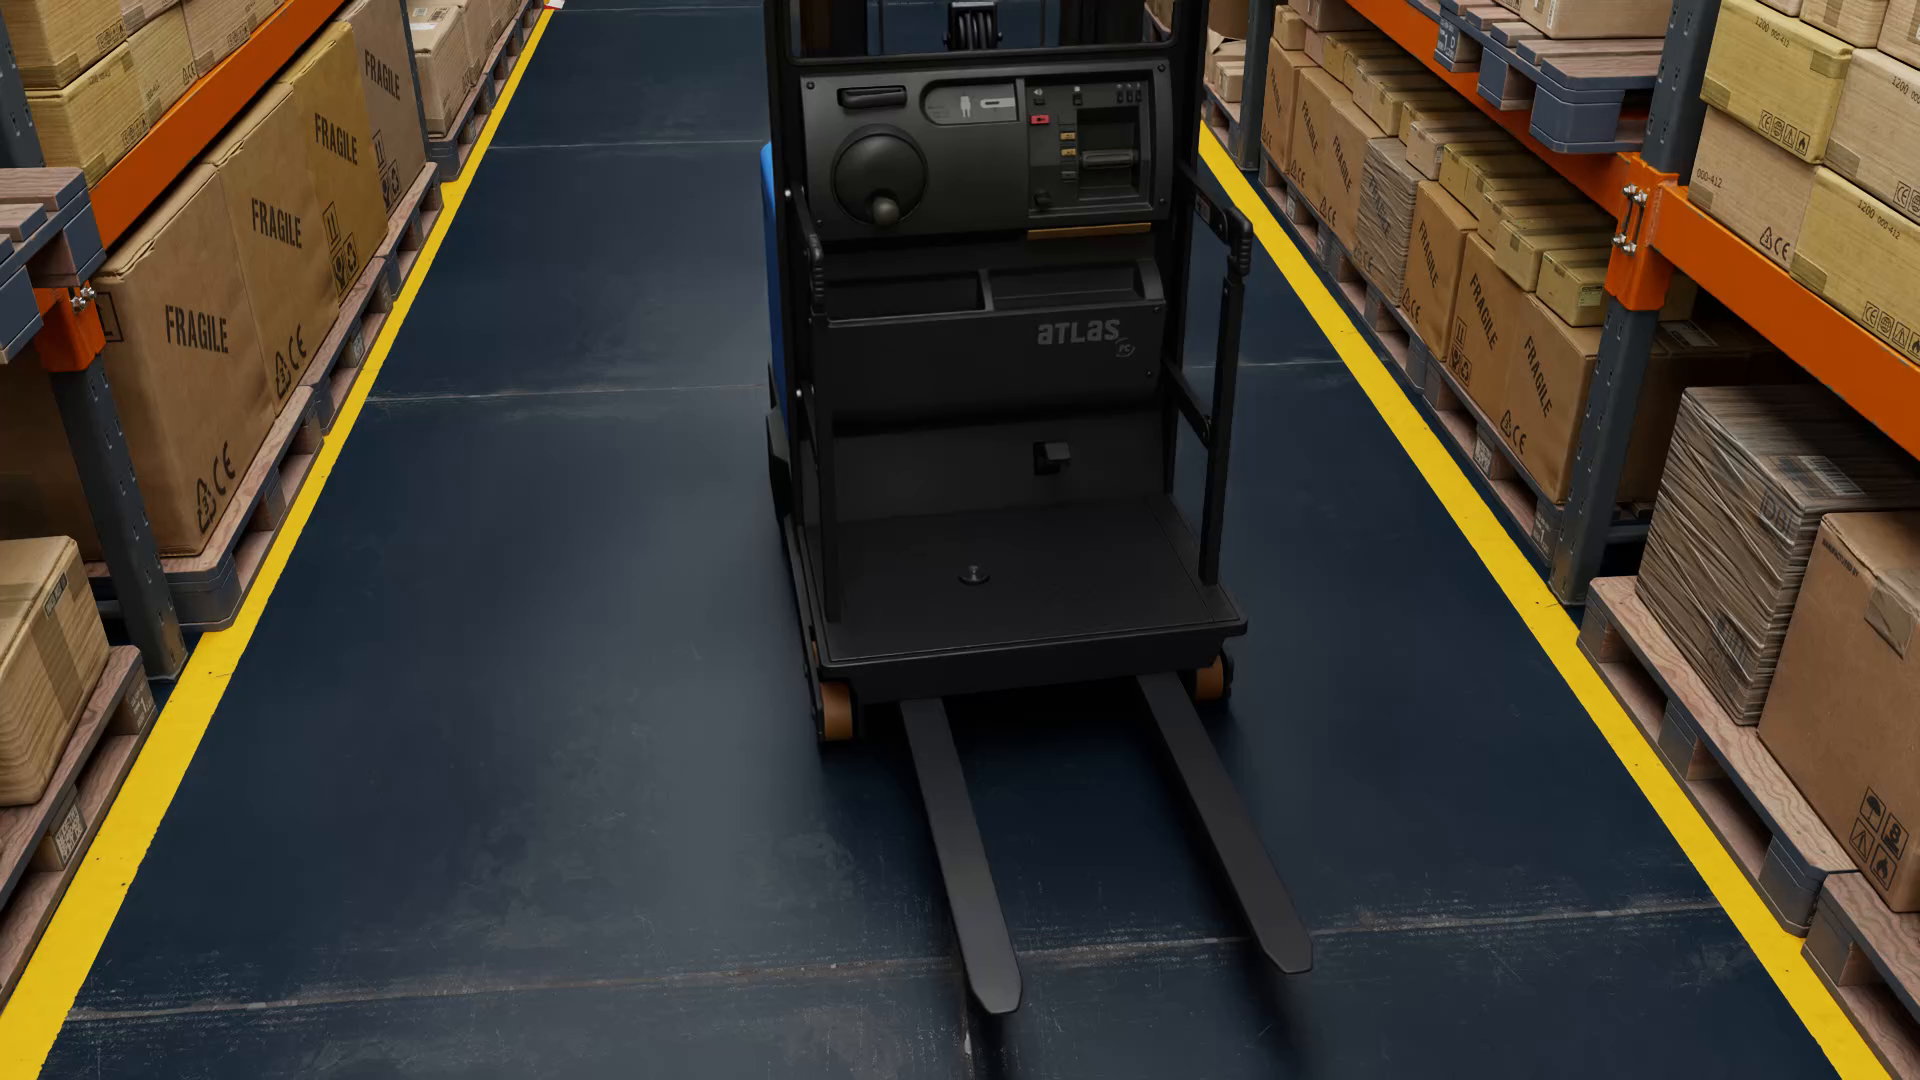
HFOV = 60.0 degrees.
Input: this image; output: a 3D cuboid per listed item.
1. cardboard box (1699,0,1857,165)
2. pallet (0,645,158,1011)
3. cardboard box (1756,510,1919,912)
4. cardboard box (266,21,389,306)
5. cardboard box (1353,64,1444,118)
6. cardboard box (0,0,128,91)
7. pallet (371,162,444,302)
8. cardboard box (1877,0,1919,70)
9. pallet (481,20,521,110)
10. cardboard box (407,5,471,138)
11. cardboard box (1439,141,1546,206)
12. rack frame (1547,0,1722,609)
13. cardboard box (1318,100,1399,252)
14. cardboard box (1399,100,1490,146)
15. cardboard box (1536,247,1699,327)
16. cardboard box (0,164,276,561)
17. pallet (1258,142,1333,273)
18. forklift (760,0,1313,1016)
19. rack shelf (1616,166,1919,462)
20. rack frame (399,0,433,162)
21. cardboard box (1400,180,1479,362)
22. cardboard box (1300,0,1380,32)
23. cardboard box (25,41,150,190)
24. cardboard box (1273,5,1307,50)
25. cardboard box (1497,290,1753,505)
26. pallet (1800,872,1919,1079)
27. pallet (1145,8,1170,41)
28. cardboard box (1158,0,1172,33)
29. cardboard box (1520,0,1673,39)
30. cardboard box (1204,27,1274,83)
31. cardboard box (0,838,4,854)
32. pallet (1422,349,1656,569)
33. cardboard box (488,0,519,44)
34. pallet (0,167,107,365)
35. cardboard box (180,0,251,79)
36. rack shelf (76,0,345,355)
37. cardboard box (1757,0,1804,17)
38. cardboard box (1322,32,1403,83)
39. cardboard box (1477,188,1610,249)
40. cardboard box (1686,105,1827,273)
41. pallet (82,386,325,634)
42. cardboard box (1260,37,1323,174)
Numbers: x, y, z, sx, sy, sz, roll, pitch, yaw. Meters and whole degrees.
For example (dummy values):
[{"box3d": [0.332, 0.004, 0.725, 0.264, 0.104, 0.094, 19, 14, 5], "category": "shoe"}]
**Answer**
[{"box3d": [2.047, -1.052, 3.744, 0.500, 0.250, 0.500, -3, 31, -5], "category": "cardboard box"}, {"box3d": [-2.596, 0.695, 3.880, 1.003, 0.211, 1.213, -3, 31, -5], "category": "pallet"}, {"box3d": [2.387, 0.351, 3.644, 0.875, 0.625, 0.625, -2, 31, -3], "category": "cardboard box"}, {"box3d": [-2.812, -1.438, 6.394, 0.875, 0.875, 0.875, -2, 31, -3], "category": "cardboard box"}, {"box3d": [1.832, -1.836, 6.794, 0.380, 0.149, 0.250, -3, 31, -5], "category": "cardboard box"}, {"box3d": [-2.469, -1.322, 4.197, 0.500, 0.250, 0.500, -3, 31, -5], "category": "cardboard box"}, {"box3d": [-2.895, -1.356, 7.314, 1.003, 0.211, 1.213, -3, 31, -5], "category": "pallet"}, {"box3d": [2.086, -1.019, 3.301, 0.380, 0.149, 0.250, -2, 31, -3], "category": "cardboard box"}, {"box3d": [-3.152, -2.762, 9.669, 1.003, 0.211, 1.213, -3, 31, -5], "category": "pallet"}, {"box3d": [-2.993, -2.349, 8.347, 0.875, 0.438, 0.875, -3, 31, -5], "category": "cardboard box"}, {"box3d": [1.935, -1.305, 5.905, 0.380, 0.149, 0.250, -3, 31, -5], "category": "cardboard box"}, {"box3d": [2.274, -1.141, 4.235, 1.000, 3.000, 0.127, -3, 31, -5], "category": "rack frame"}, {"box3d": [1.823, -1.506, 6.874, 0.500, 0.500, 0.500, -4, 31, -6], "category": "cardboard box"}, {"box3d": [1.907, -1.573, 6.353, 0.380, 0.149, 0.250, -3, 31, -4], "category": "cardboard box"}, {"box3d": [1.975, -0.766, 5.003, 0.380, 0.149, 0.250, -4, 31, -7], "category": "cardboard box"}, {"box3d": [-2.650, -0.526, 4.868, 0.875, 0.875, 0.875, -3, 31, -5], "category": "cardboard box"}, {"box3d": [2.014, -1.572, 7.677, 1.003, 0.211, 1.213, -3, 31, -5], "category": "pallet"}, {"box3d": [0.115, -0.932, 3.952, 1.130, 2.935, 3.031, -5, 31, -9], "category": "forklift"}, {"box3d": [2.461, 0.189, 2.710, 1.077, 0.370, 4.000, -3, 31, -5], "category": "rack shelf"}, {"box3d": [-3.042, -2.943, 7.252, 1.000, 3.000, 0.127, -3, 31, -5], "category": "rack frame"}, {"box3d": [1.932, -0.977, 5.988, 0.500, 0.500, 0.500, -1, 31, -2], "category": "cardboard box"}, {"box3d": [1.741, -2.370, 7.398, 0.380, 0.149, 0.250, -4, 31, -7], "category": "cardboard box"}, {"box3d": [-2.463, -1.099, 4.310, 0.500, 0.250, 0.500, -3, 31, -5], "category": "cardboard box"}, {"box3d": [1.669, -2.373, 7.693, 0.380, 0.149, 0.250, -1, 31, -2], "category": "cardboard box"}, {"box3d": [2.020, -0.453, 5.112, 0.500, 0.500, 0.500, -2, 31, -3], "category": "cardboard box"}, {"box3d": [2.423, 1.100, 3.203, 1.003, 0.211, 1.213, -3, 31, -5], "category": "pallet"}, {"box3d": [1.720, -2.961, 10.001, 1.003, 0.211, 1.213, -3, 31, -5], "category": "pallet"}, {"box3d": [1.480, -3.302, 9.882, 0.500, 0.500, 0.500, -2, 31, -4], "category": "cardboard box"}, {"box3d": [1.830, -1.530, 4.722, 0.380, 0.149, 0.250, -2, 31, -4], "category": "cardboard box"}, {"box3d": [1.522, -2.642, 9.005, 0.396, 0.266, 0.258, -2, 31, -3], "category": "cardboard box"}, {"box3d": [-2.548, 0.712, 3.286, 0.950, 0.372, 0.625, -3, 31, -6], "category": "cardboard box"}, {"box3d": [2.242, -0.327, 5.591, 1.003, 0.211, 1.213, -3, 31, -5], "category": "pallet"}, {"box3d": [-3.160, -3.267, 9.883, 0.875, 0.438, 0.875, -2, 31, -3], "category": "cardboard box"}, {"box3d": [-2.495, -0.460, 3.282, 1.213, 0.211, 1.003, -3, 31, -5], "category": "pallet"}, {"box3d": [-2.572, -1.628, 5.197, 0.500, 0.250, 0.500, -2, 31, -3], "category": "cardboard box"}, {"box3d": [-2.855, -1.613, 5.727, 1.077, 0.370, 4.000, -3, 31, -5], "category": "rack shelf"}, {"box3d": [2.010, -1.285, 3.747, 0.380, 0.149, 0.250, -2, 31, -3], "category": "cardboard box"}, {"box3d": [1.807, -2.104, 7.244, 0.380, 0.149, 0.250, -4, 31, -7], "category": "cardboard box"}, {"box3d": [1.938, -1.041, 5.463, 0.380, 0.149, 0.250, -4, 31, -6], "category": "cardboard box"}, {"box3d": [2.072, -0.838, 3.874, 0.500, 0.250, 0.500, -3, 31, -4], "category": "cardboard box"}, {"box3d": [-2.667, -0.110, 5.228, 1.003, 0.211, 1.213, -3, 31, -5], "category": "pallet"}, {"box3d": [1.721, -2.032, 7.755, 0.500, 0.500, 0.500, -1, 31, -2], "category": "cardboard box"}]
